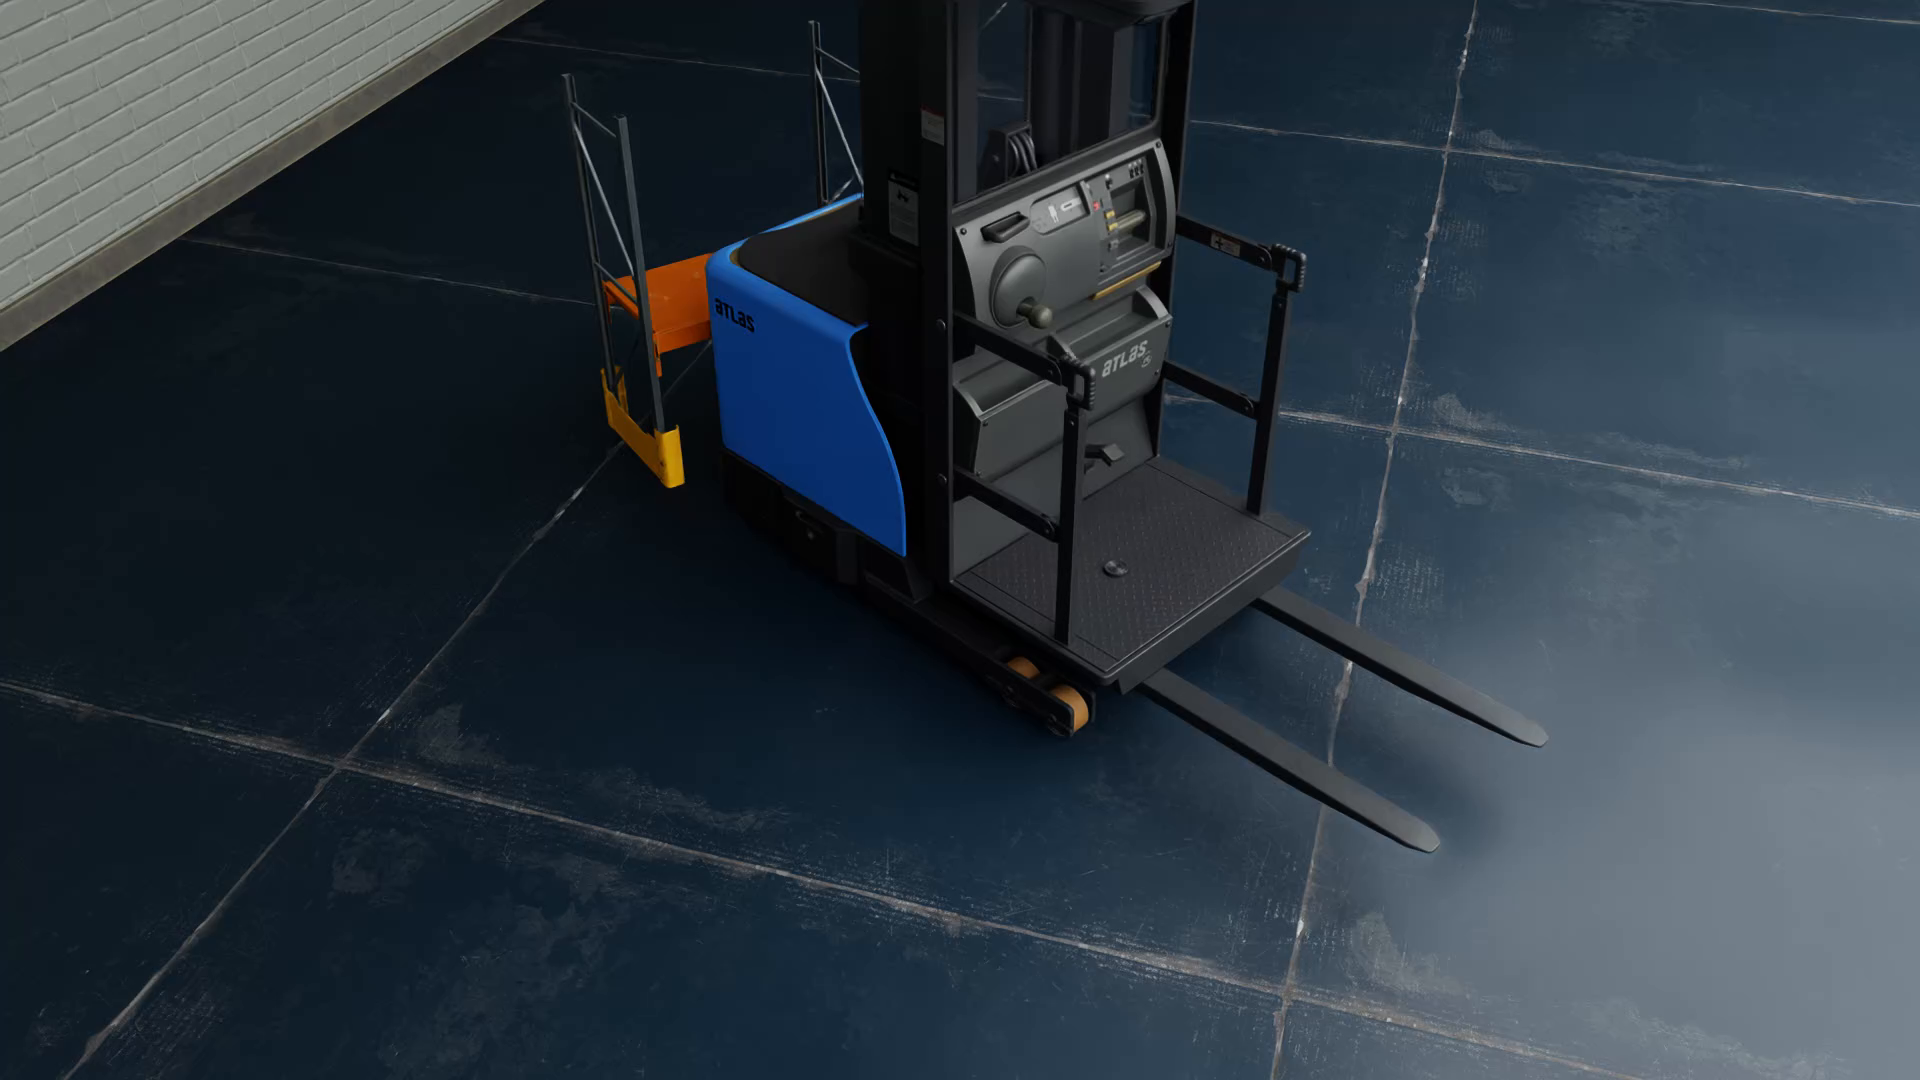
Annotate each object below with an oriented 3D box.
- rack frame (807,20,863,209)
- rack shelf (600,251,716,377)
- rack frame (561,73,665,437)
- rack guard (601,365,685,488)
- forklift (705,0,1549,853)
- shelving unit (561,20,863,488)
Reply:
[{"bbox_3d":[-0.443,-1.290,6.738,0.032,1.500,0.500,-21,41,-26],"label":"rack frame"},{"bbox_3d":[-0.866,-0.979,6.618,1.000,0.185,0.538,-21,41,-26],"label":"rack shelf"},{"bbox_3d":[-1.290,-0.957,6.285,0.032,1.500,0.500,-21,41,-26],"label":"rack frame"},{"bbox_3d":[-1.274,-0.460,6.664,0.087,0.250,0.587,-21,41,-26],"label":"rack guard"},{"bbox_3d":[0.489,-0.894,4.993,3.031,2.935,1.130,31,46,35],"label":"forklift"},{"bbox_3d":[-0.859,-1.127,6.515,1.083,1.500,0.587,-21,41,-26],"label":"shelving unit"}]
